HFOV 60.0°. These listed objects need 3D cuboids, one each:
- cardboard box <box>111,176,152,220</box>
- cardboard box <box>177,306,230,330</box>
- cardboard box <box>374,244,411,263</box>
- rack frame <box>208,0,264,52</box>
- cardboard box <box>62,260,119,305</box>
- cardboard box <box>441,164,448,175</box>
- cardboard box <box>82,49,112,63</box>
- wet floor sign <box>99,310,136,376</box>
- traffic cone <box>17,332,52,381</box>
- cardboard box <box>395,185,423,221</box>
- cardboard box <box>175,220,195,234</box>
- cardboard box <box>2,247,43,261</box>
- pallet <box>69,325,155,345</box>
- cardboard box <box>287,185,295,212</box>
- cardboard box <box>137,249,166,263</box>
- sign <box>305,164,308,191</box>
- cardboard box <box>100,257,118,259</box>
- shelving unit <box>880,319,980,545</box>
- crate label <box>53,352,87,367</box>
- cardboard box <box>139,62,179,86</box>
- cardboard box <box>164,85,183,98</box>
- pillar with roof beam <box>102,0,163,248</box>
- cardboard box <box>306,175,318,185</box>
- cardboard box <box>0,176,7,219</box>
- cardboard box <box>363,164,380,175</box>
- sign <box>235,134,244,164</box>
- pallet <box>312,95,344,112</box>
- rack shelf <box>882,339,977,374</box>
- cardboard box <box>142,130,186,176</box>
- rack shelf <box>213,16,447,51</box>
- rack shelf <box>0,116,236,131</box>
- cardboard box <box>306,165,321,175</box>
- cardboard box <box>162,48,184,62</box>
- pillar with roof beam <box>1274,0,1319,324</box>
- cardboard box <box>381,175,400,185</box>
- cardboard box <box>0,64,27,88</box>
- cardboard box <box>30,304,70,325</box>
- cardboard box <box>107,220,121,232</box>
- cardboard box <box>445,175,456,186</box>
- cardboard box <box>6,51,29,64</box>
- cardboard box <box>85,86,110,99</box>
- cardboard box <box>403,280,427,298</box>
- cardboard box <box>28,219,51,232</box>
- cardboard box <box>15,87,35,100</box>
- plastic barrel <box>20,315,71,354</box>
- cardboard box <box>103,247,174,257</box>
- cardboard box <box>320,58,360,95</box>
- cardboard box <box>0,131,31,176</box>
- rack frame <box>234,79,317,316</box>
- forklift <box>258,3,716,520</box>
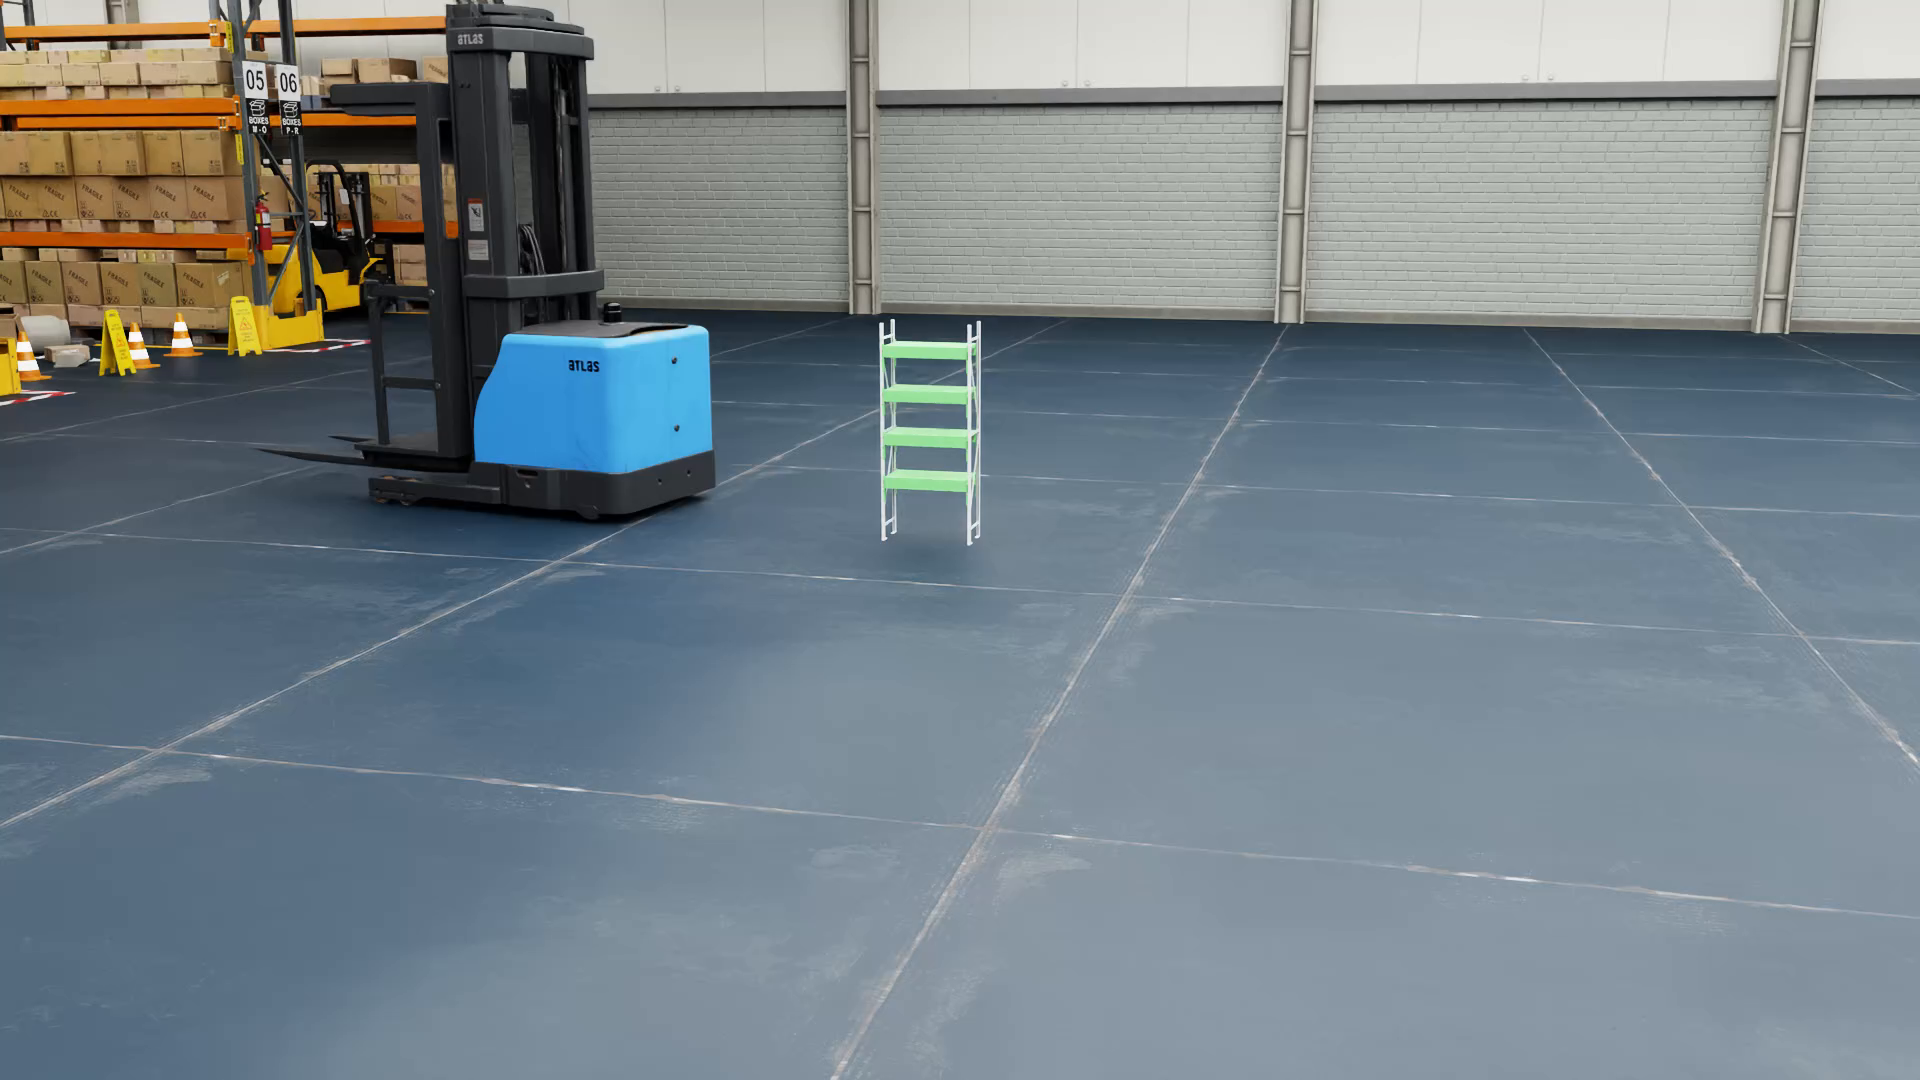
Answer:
[{"bbox_3d":[-9.474,-3.987,19.362,0.500,0.500,0.500,3,13,13],"label":"cardboard box"},{"bbox_3d":[-8.784,-2.618,19.489,0.500,0.250,0.500,3,13,13],"label":"cardboard box"},{"bbox_3d":[-8.237,-4.172,24.181,0.500,0.250,0.500,3,13,14],"label":"cardboard box"},{"bbox_3d":[-10.609,-7.950,24.289,0.127,3.000,1.000,3,13,14],"label":"rack frame"},{"bbox_3d":[-10.261,-3.066,19.773,0.500,0.500,0.500,4,13,16],"label":"cardboard box"},{"bbox_3d":[-7.371,-5.304,23.802,0.250,0.149,0.380,3,13,14],"label":"cardboard box"},{"bbox_3d":[-9.807,-5.528,19.039,0.250,0.149,0.380,3,13,15],"label":"cardboard box"},{"bbox_3d":[-8.497,-1.989,16.707,0.232,0.644,0.267,1,13,4],"label":"wet floor sign"},{"bbox_3d":[-9.175,-1.811,16.327,0.334,0.463,0.336,3,13,14],"label":"traffic cone"},{"bbox_3d":[-7.768,-4.861,23.988,0.500,0.500,0.500,3,13,15],"label":"cardboard box"},{"bbox_3d":[-8.842,-3.629,19.244,0.250,0.149,0.380,3,13,13],"label":"cardboard box"},{"bbox_3d":[-11.180,-3.416,19.854,0.250,0.149,0.380,3,13,14],"label":"cardboard box"},{"bbox_3d":[-9.946,-2.525,20.128,1.213,0.211,1.003,3,13,14],"label":"pallet"},{"bbox_3d":[-9.731,-4.968,24.470,0.500,0.500,0.500,3,13,15],"label":"cardboard box"},{"bbox_3d":[-9.368,-3.320,19.422,0.250,0.149,0.380,3,13,14],"label":"cardboard box"},{"bbox_3d":[-7.782,-4.306,19.718,0.005,0.325,0.100,3,13,14],"label":"sign"},{"bbox_3d":[-10.662,-3.205,20.403,0.500,0.500,0.500,3,13,15],"label":"cardboard box"},{"bbox_3d":[-0.161,-0.594,9.143,0.503,1.200,0.258,3,13,14],"label":"shelving unit"},{"bbox_3d":[-9.352,-1.899,17.479,0.298,0.136,0.250,-4,13,-16],"label":"crate label"},{"bbox_3d":[-8.958,-5.305,18.952,0.500,0.250,0.500,3,13,13],"label":"cardboard box"},{"bbox_3d":[-8.824,-5.098,18.939,0.250,0.149,0.380,3,13,15],"label":"cardboard box"},{"bbox_3d":[-14.043,-7.374,21.693,0.400,9.000,9.100,3,13,14],"label":"pillar with roof beam"},{"bbox_3d":[-9.375,-5.251,24.249,0.250,0.149,0.380,3,13,13],"label":"cardboard box"},{"bbox_3d":[-11.435,-4.089,19.823,0.500,0.500,0.500,3,13,13],"label":"cardboard box"},{"bbox_3d":[-8.387,-5.343,23.977,0.250,0.149,0.380,3,13,15],"label":"cardboard box"},{"bbox_3d":[-8.064,-4.373,18.616,0.005,0.325,0.100,3,13,14],"label":"sign"},{"bbox_3d":[-8.594,-6.339,24.161,1.213,0.211,1.003,3,13,14],"label":"pallet"},{"bbox_3d":[-0.161,-1.001,9.052,0.480,0.148,0.258,3,13,14],"label":"rack shelf"},{"bbox_3d":[-8.949,-4.460,19.184,0.500,0.500,0.700,3,13,14],"label":"cardboard box"},{"bbox_3d":[-8.668,-7.299,23.942,4.000,0.370,1.077,3,13,14],"label":"rack shelf"},{"bbox_3d":[-12.551,-6.238,25.159,4.000,0.370,1.077,3,13,14],"label":"rack shelf"},{"bbox_3d":[-9.362,-5.404,24.250,0.250,0.149,0.380,3,13,13],"label":"cardboard box"},{"bbox_3d":[-8.804,-5.487,18.851,0.250,0.149,0.380,3,13,13],"label":"cardboard box"},{"bbox_3d":[3.433,-6.440,17.483,0.400,9.000,9.100,3,13,14],"label":"pillar with roof beam"},{"bbox_3d":[-8.131,-5.190,23.974,0.250,0.149,0.380,3,13,12],"label":"cardboard box"},{"bbox_3d":[-10.930,-5.408,19.418,0.500,0.250,0.500,3,13,13],"label":"cardboard box"},{"bbox_3d":[-10.766,-2.727,19.977,0.500,0.250,0.500,4,13,17],"label":"cardboard box"},{"bbox_3d":[-9.805,-3.704,19.585,0.250,0.149,0.380,3,13,14],"label":"cardboard box"},{"bbox_3d":[-7.130,-5.138,23.737,0.250,0.149,0.380,3,13,14],"label":"cardboard box"},{"bbox_3d":[-10.805,-5.581,19.276,0.250,0.149,0.380,3,13,13],"label":"cardboard box"},{"bbox_3d":[-9.827,-5.141,19.135,0.250,0.149,0.380,3,13,13],"label":"cardboard box"},{"bbox_3d":[-7.738,-3.662,24.191,0.500,0.250,0.500,3,13,14],"label":"cardboard box"},{"bbox_3d":[-10.811,-3.741,19.748,0.250,0.149,0.380,3,13,15],"label":"cardboard box"},{"bbox_3d":[-10.810,-5.214,19.466,0.250,0.149,0.380,3,13,15],"label":"cardboard box"},{"bbox_3d":[-10.280,-2.300,18.624,0.512,0.421,0.421,-9,15,-35],"label":"plastic barrel"},{"bbox_3d":[-12.601,-4.172,25.624,0.625,0.625,0.875,3,13,11],"label":"cardboard box"},{"bbox_3d":[-8.743,-6.666,23.990,0.637,0.503,0.797,3,13,15],"label":"cardboard box"},{"bbox_3d":[-10.929,-4.559,19.633,0.500,0.500,0.700,3,13,14],"label":"cardboard box"},{"bbox_3d":[-7.911,-3.769,19.297,0.127,3.000,1.000,3,13,14],"label":"rack frame"},{"bbox_3d":[-3.087,-1.738,10.302,3.031,2.935,1.130,6,14,24],"label":"forklift"}]
